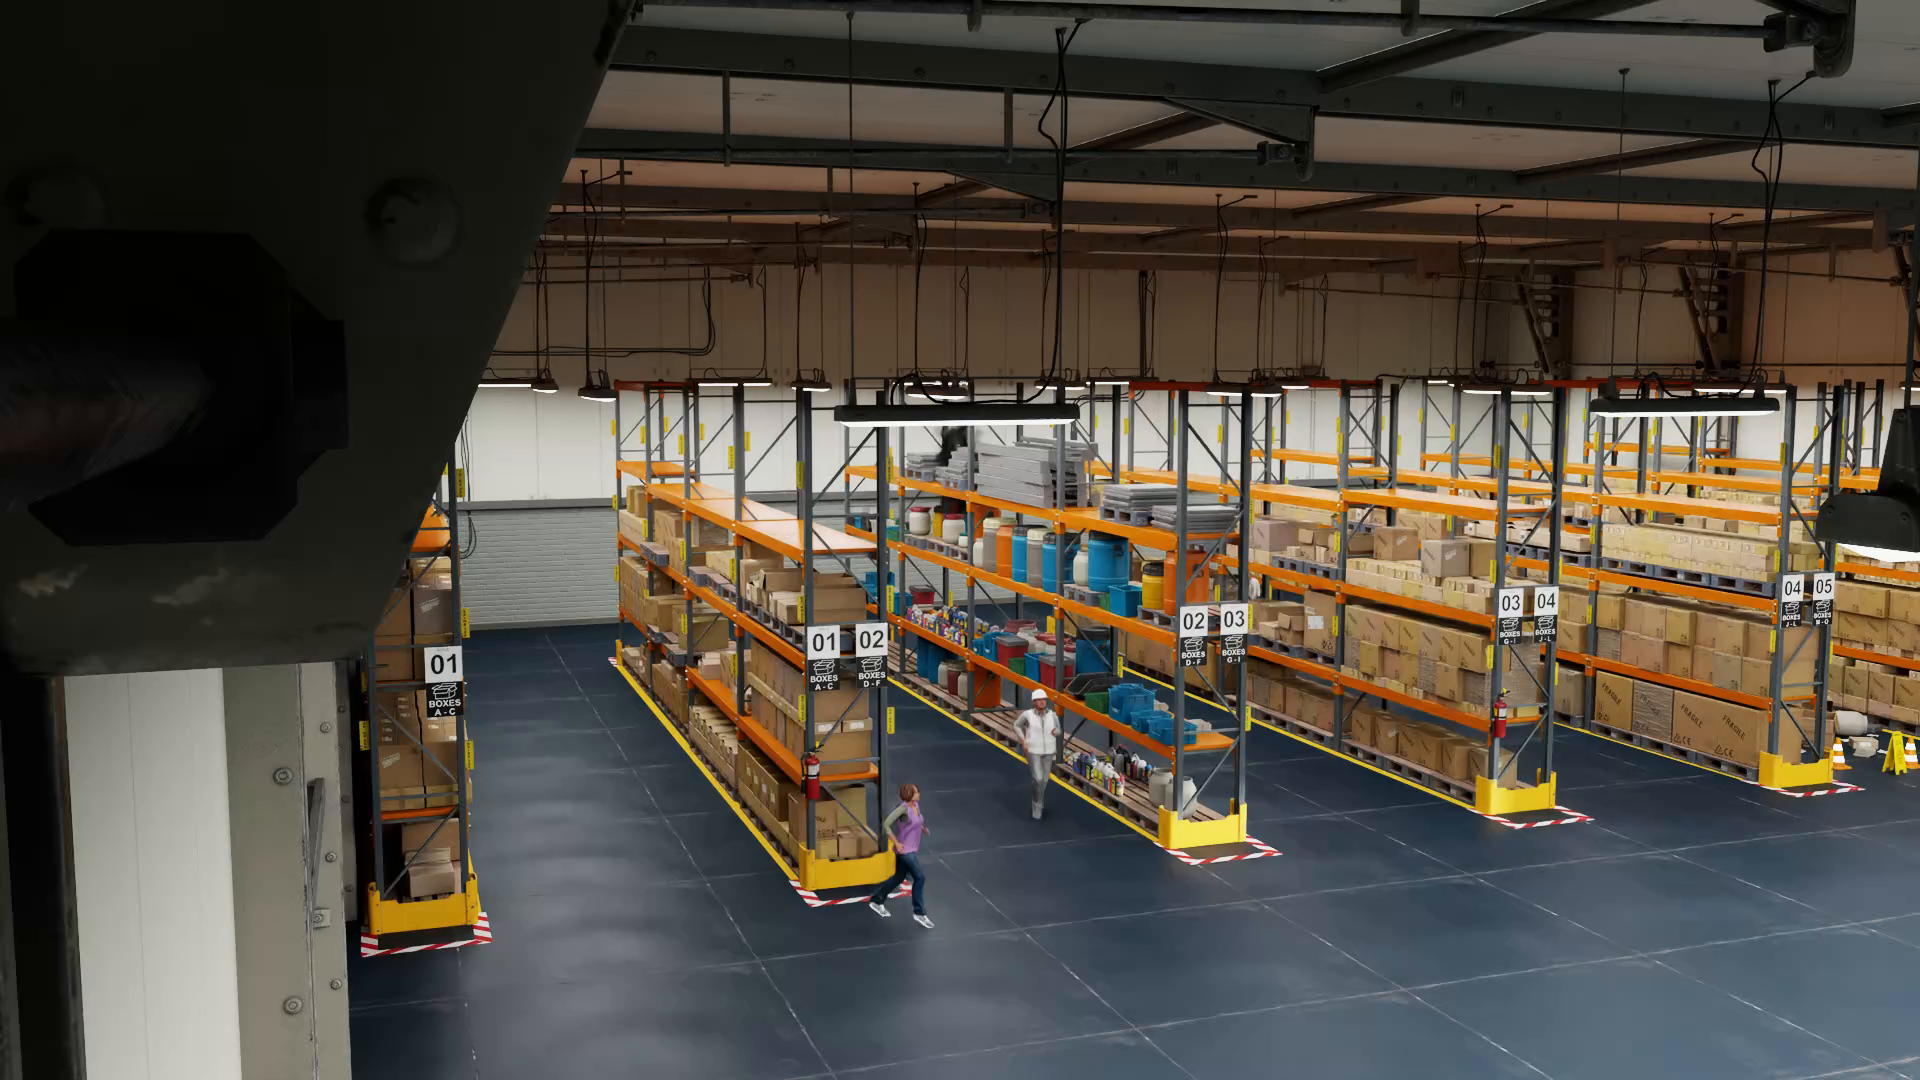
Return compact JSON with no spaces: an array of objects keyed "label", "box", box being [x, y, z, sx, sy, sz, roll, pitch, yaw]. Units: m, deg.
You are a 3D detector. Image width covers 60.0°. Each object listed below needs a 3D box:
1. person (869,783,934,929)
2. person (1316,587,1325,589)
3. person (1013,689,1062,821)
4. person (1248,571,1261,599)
[{"label":"person","box":[-0.642,3.538,18.838,0.775,1.622,0.543,1,6,10]},{"label":"person","box":[7.544,1.805,34.667,0.661,1.745,0.548,-2,6,-16]},{"label":"person","box":[1.122,2.998,23.286,0.637,1.824,0.715,-2,6,-19]},{"label":"person","box":[6.446,1.498,37.383,0.704,1.798,0.922,-2,6,-18]}]
